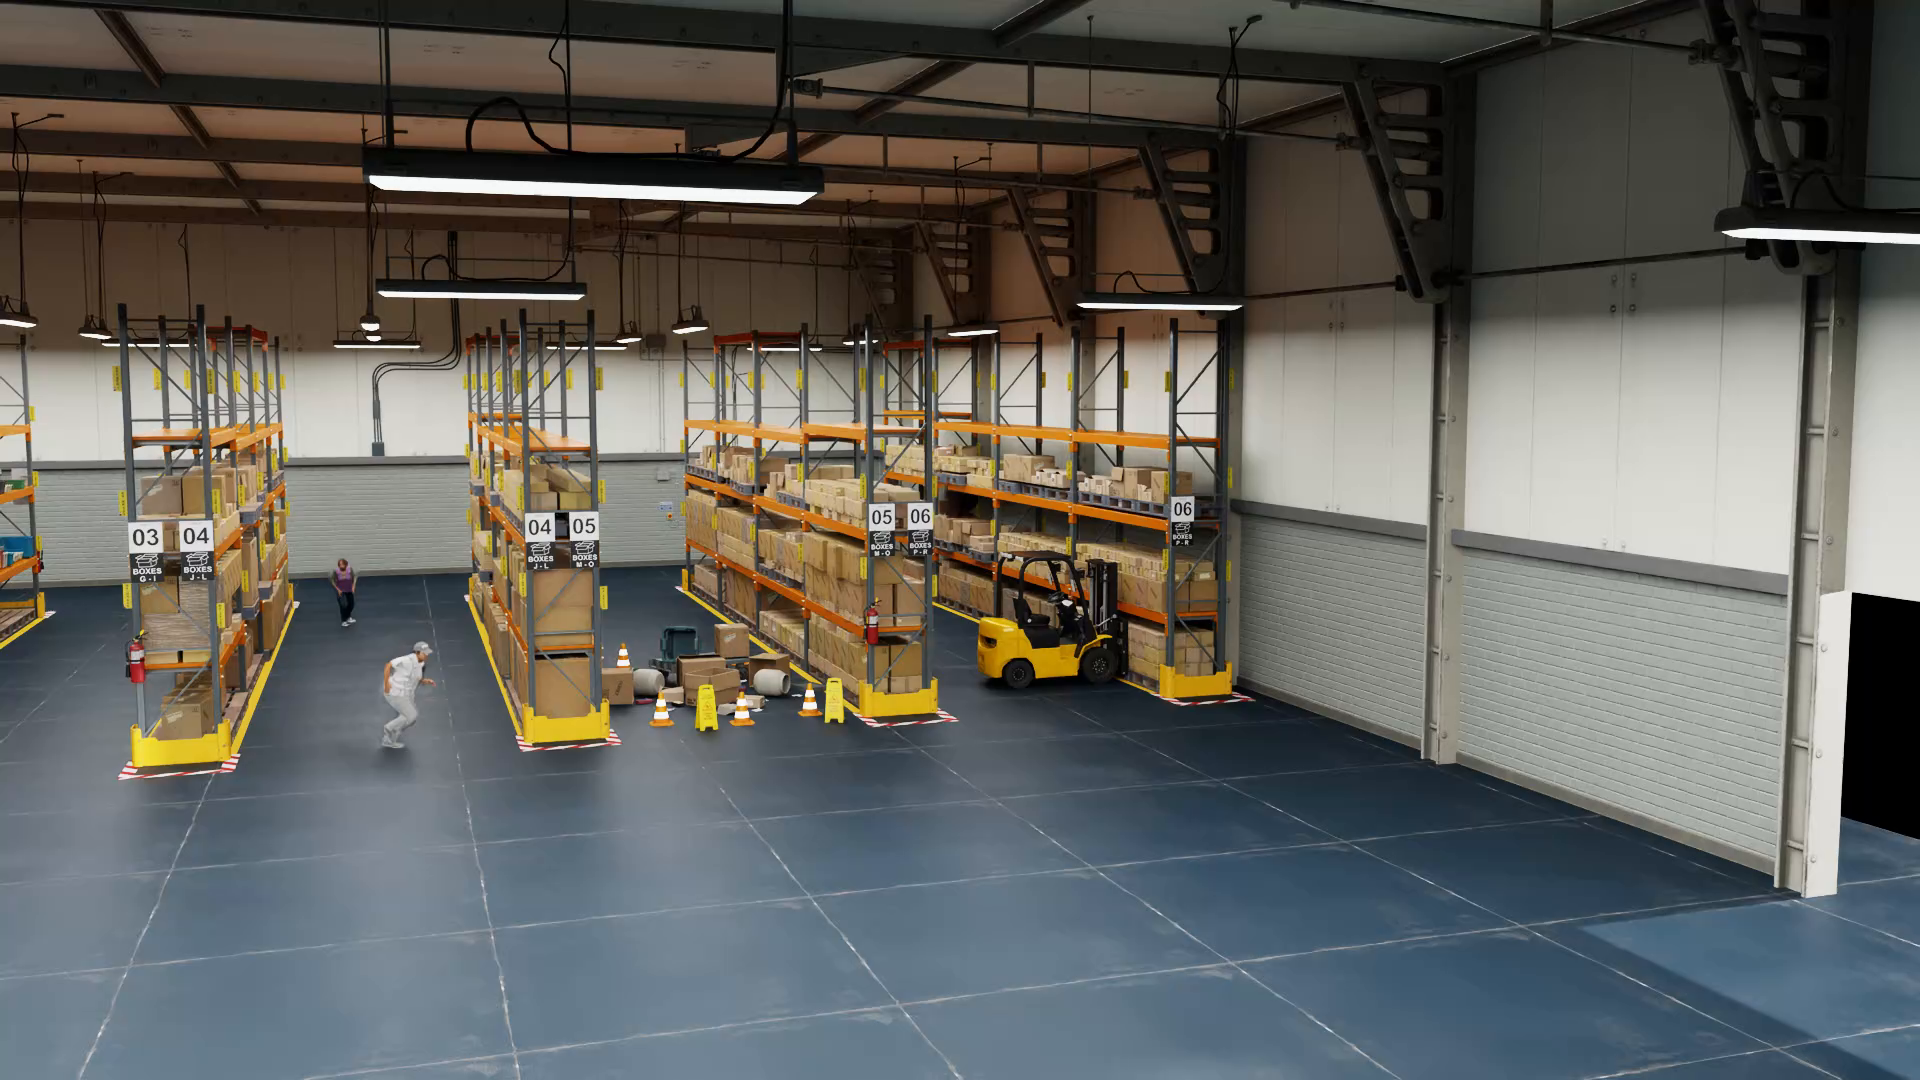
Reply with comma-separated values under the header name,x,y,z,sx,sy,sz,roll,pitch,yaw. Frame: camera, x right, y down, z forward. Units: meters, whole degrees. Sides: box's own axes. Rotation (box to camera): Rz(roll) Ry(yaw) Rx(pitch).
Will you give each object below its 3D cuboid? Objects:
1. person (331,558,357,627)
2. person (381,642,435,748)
name,x,y,z,sx,sy,sz,roll,pitch,yaw
person,-12.608,1.055,34.057,0.556,1.447,0.809,-4,7,-35
person,-7.544,2.122,22.615,0.822,1.492,0.640,1,6,14
